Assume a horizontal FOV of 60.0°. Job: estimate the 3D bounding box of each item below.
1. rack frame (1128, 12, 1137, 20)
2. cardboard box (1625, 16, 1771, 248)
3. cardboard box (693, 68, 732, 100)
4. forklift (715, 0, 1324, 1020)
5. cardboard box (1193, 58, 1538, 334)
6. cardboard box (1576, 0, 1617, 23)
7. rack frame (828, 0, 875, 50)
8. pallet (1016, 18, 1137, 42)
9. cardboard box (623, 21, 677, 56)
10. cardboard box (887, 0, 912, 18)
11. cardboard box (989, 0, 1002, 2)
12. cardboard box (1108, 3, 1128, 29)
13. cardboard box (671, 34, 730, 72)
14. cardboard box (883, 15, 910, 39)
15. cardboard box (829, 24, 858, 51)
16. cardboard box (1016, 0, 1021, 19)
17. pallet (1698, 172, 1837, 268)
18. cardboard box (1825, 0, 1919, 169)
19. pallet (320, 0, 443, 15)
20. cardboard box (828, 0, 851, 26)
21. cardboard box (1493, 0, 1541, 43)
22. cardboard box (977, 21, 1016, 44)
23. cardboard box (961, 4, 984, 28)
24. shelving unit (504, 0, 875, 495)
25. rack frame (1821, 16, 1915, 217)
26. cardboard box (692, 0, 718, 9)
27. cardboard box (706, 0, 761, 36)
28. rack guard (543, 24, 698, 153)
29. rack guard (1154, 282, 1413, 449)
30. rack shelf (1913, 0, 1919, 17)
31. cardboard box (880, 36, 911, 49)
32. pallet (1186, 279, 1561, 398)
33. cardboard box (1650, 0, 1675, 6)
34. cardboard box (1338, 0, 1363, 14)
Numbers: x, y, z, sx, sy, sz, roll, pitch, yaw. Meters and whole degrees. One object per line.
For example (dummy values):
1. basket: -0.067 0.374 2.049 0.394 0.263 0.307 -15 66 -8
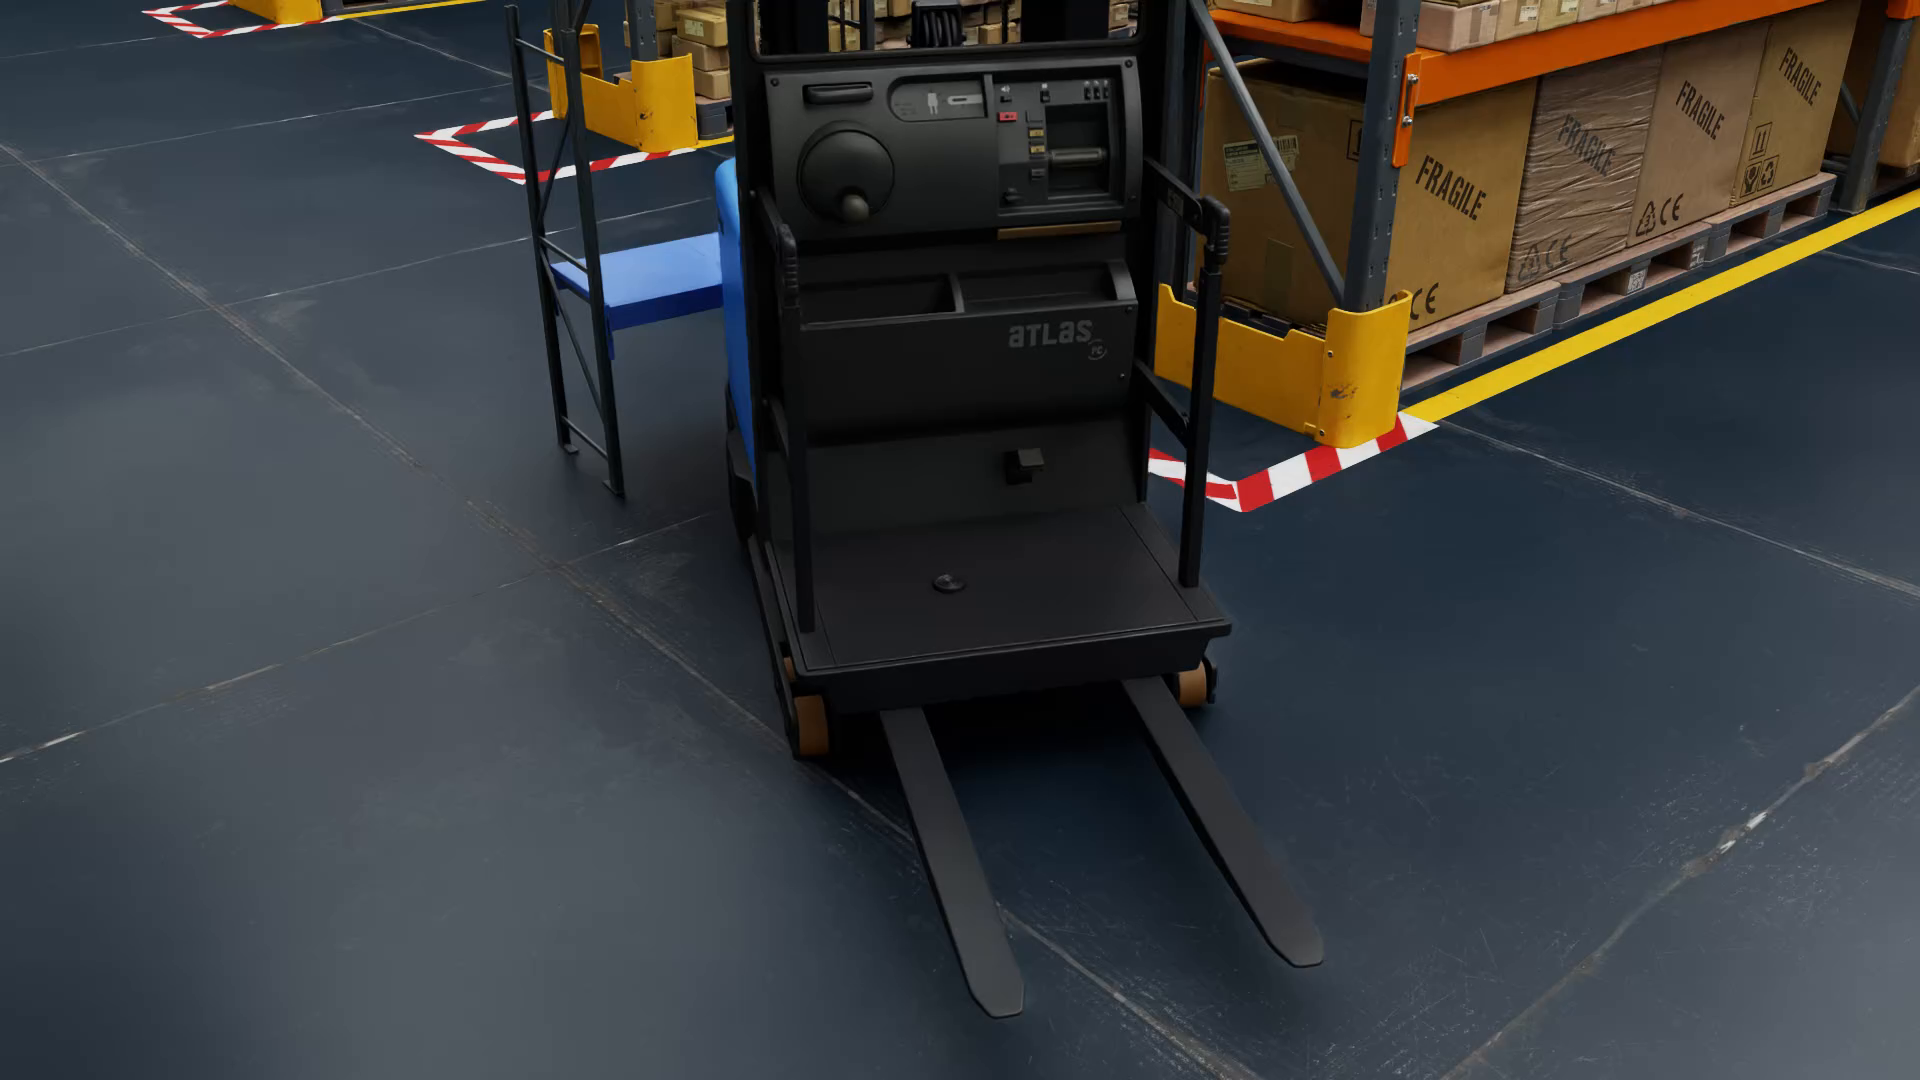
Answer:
1. rack frame: 1.011 -4.933 11.298 0.127 3.000 1.000 -22 35 -35
2. cardboard box: 2.915 -1.923 7.475 0.875 0.875 0.875 -22 35 -35
3. cardboard box: -1.425 -2.683 9.667 0.250 0.149 0.380 -21 35 -34
4. forklift: 0.045 -0.934 3.887 1.130 2.935 3.031 -6 29 -11
5. cardboard box: 1.546 -1.373 6.445 0.875 0.875 0.875 -22 35 -35
6. cardboard box: 2.181 -2.017 6.109 0.250 0.149 0.380 -23 35 -36
7. rack frame: -0.431 -1.182 5.870 0.032 1.500 0.500 -18 33 -30
8. pallet: 0.523 -3.485 11.548 1.213 0.211 1.003 -22 35 -35
9. cardboard box: -1.815 -3.032 10.005 0.250 0.149 0.380 -23 36 -36
10. cardboard box: -0.424 -3.348 10.280 0.250 0.149 0.380 -21 35 -34
11. cardboard box: 0.162 -3.583 10.720 0.250 0.149 0.380 -24 36 -37
12. cardboard box: 0.934 -3.619 11.418 0.250 0.149 0.380 -21 35 -34
13. cardboard box: -1.467 -2.837 9.639 0.250 0.149 0.380 -20 34 -33
14. cardboard box: -0.508 -3.260 10.430 0.250 0.149 0.380 -20 34 -32
15. cardboard box: -0.827 -3.046 10.032 0.250 0.149 0.380 -21 34 -33
16. cardboard box: 0.333 -3.565 11.002 0.250 0.149 0.380 -22 35 -34
17. pallet: 3.524 -1.689 8.187 1.213 0.211 1.003 -22 35 -35
18. cardboard box: 4.628 -2.575 8.694 0.875 0.875 1.225 -22 35 -35
19. pallet: -4.764 -4.496 13.440 1.213 0.211 1.003 -22 35 -35
20. cardboard box: -0.871 -3.202 10.008 0.250 0.149 0.380 -24 36 -37
21. cardboard box: 1.789 -1.859 5.812 0.250 0.149 0.380 -22 35 -36
22. cardboard box: 0.147 -3.302 10.826 0.250 0.149 0.380 -22 35 -35
23. cardboard box: -0.065 -3.405 10.703 0.250 0.149 0.380 -24 36 -37
24. shelving unit: -0.850 -1.046 5.616 1.048 1.500 0.538 -18 33 -30
25. rack frame: 4.154 -3.124 7.913 0.127 3.000 1.000 -22 35 -35
26. cardboard box: -1.565 -3.209 10.020 0.250 0.149 0.380 -21 35 -34
27. cardboard box: -1.281 -3.066 9.752 0.250 0.149 0.380 -21 35 -34
28. rack guard: -1.974 -2.630 9.641 0.348 0.500 1.175 -22 35 -35
29. rack guard: 1.092 -0.790 6.198 0.348 0.500 1.175 -22 35 -35
30. rack shelf: 5.675 -3.418 9.227 4.000 0.370 1.077 -22 35 -35
31. cardboard box: -0.451 -3.067 10.385 0.250 0.149 0.380 -24 36 -37
32. pallet: 1.668 -0.943 6.790 1.213 0.211 1.003 -22 35 -35
33. cardboard box: 2.571 -2.174 6.402 0.250 0.149 0.380 -22 35 -35
34. cardboard box: 1.364 -2.096 6.257 0.250 0.149 0.380 -21 35 -34
